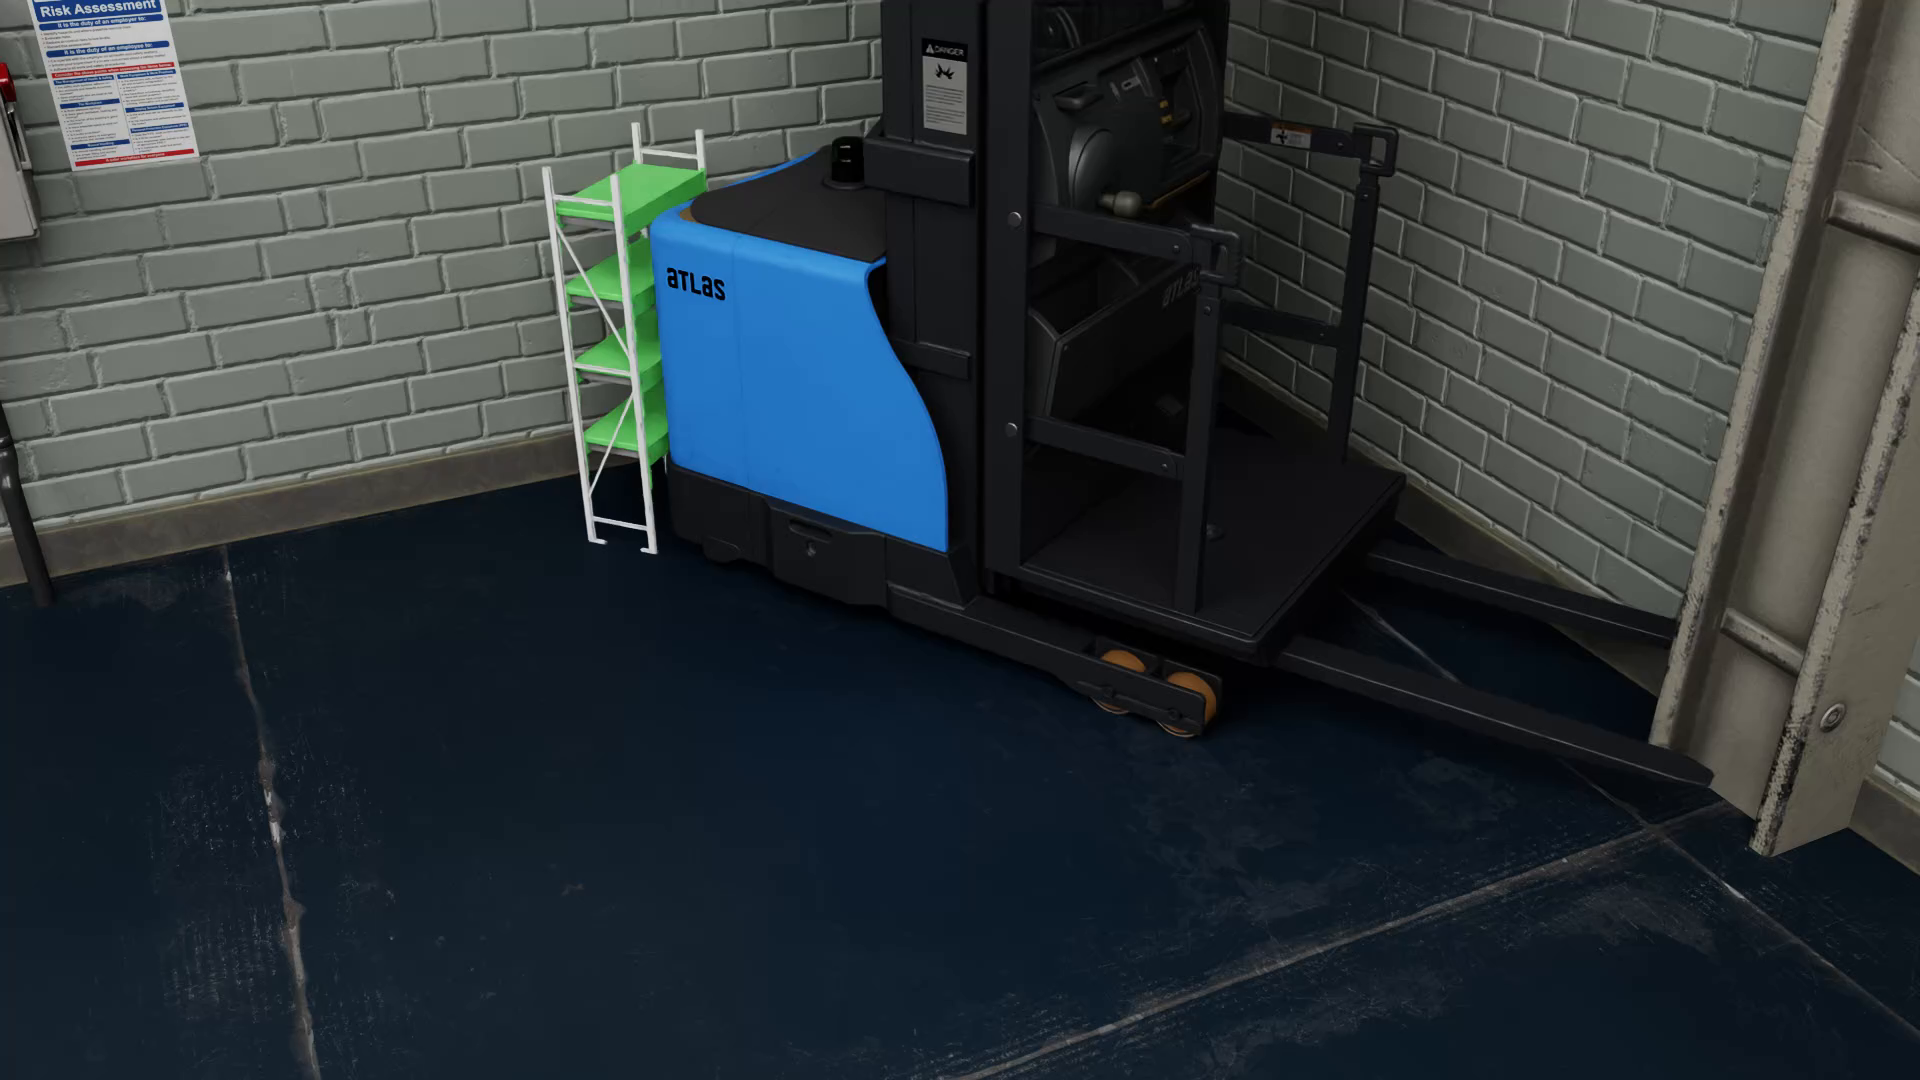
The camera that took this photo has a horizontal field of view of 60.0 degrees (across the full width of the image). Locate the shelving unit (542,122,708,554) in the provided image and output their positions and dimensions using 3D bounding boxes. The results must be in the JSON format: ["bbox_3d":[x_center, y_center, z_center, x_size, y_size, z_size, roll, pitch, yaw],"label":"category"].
[{"bbox_3d":[-0.971,-0.614,5.118,0.258,1.200,0.503,10,31,18],"label":"shelving unit"}]

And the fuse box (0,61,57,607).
[{"bbox_3d":[-2.668,-0.555,4.491,0.539,1.711,0.414,-13,32,-22],"label":"fuse box"}]

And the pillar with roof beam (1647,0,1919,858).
[{"bbox_3d":[-1.936,-2.392,0.315,9.100,9.000,0.400,-13,32,-22],"label":"pillar with roof beam"}]

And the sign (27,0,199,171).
[{"bbox_3d":[-2.311,-1.271,4.547,0.329,0.494,0.001,-13,32,-22],"label":"sign"}]

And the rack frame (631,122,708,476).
[{"bbox_3d":[-0.885,-0.726,5.317,0.240,1.200,0.015,10,31,18],"label":"rack frame"}]

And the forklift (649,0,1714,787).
[{"bbox_3d":[0.618,-1.062,4.147,3.031,2.935,1.130,18,34,28],"label":"forklift"}]

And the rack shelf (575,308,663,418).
[{"bbox_3d":[-0.971,-0.558,5.149,0.258,0.148,0.480,10,31,18],"label":"rack shelf"}]

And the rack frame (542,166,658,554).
[{"bbox_3d":[-1.057,-0.502,4.919,0.240,1.200,0.015,10,31,18],"label":"rack frame"}]

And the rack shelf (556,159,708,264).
[{"bbox_3d":[-0.971,-0.977,4.915,0.258,0.148,0.480,10,31,18],"label":"rack shelf"}]

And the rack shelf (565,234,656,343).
[{"bbox_3d":[-0.971,-0.768,5.032,0.258,0.148,0.480,10,31,18],"label":"rack shelf"}]

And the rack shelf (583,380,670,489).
[{"bbox_3d":[-0.971,-0.349,5.267,0.258,0.148,0.480,10,31,18],"label":"rack shelf"}]
